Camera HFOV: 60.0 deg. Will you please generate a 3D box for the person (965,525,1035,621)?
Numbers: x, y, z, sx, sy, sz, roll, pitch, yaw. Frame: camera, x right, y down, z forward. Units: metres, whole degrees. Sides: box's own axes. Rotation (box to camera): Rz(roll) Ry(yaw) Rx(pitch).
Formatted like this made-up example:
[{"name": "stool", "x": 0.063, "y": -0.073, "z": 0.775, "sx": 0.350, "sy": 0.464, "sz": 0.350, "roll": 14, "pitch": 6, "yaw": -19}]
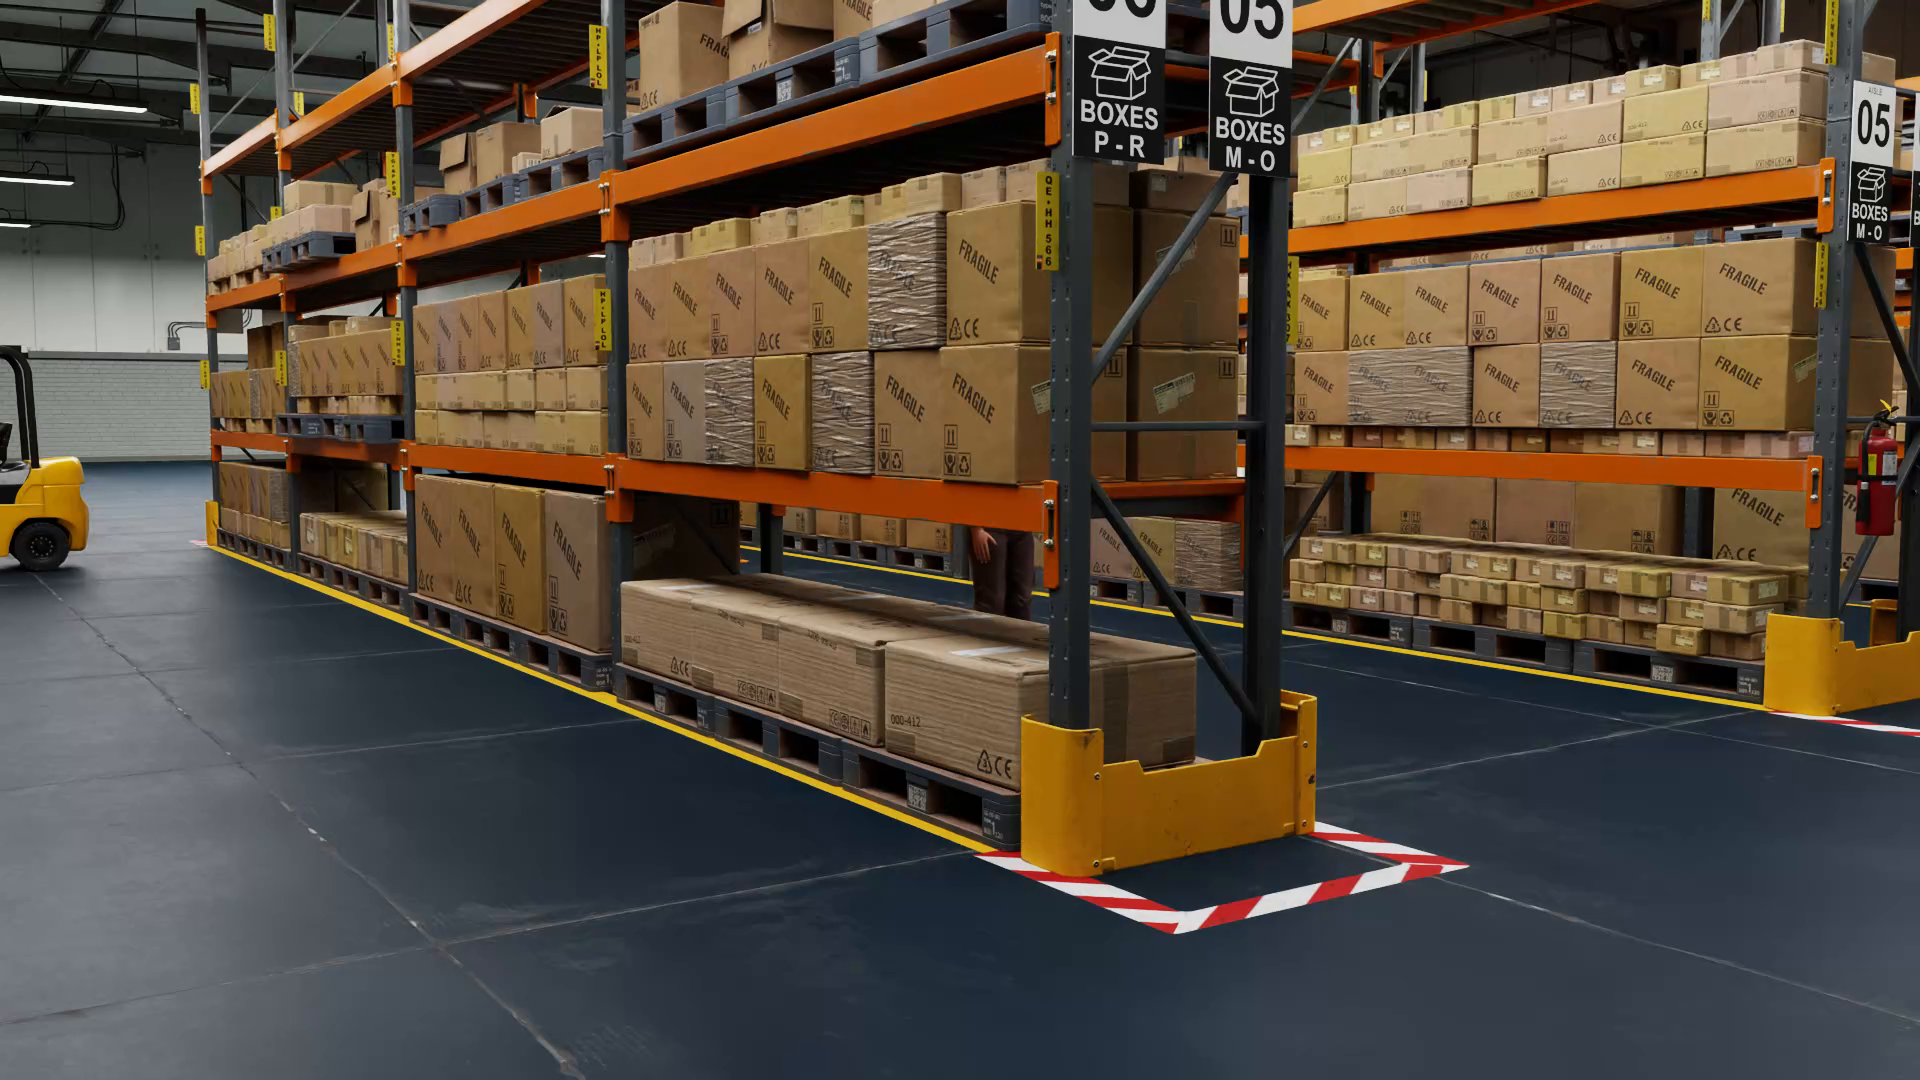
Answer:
[{"name": "person", "x": 0.243, "y": -0.036, "z": 9.221, "sx": 0.393, "sy": 1.730, "sz": 0.549, "roll": 4, "pitch": 6, "yaw": 42}]
